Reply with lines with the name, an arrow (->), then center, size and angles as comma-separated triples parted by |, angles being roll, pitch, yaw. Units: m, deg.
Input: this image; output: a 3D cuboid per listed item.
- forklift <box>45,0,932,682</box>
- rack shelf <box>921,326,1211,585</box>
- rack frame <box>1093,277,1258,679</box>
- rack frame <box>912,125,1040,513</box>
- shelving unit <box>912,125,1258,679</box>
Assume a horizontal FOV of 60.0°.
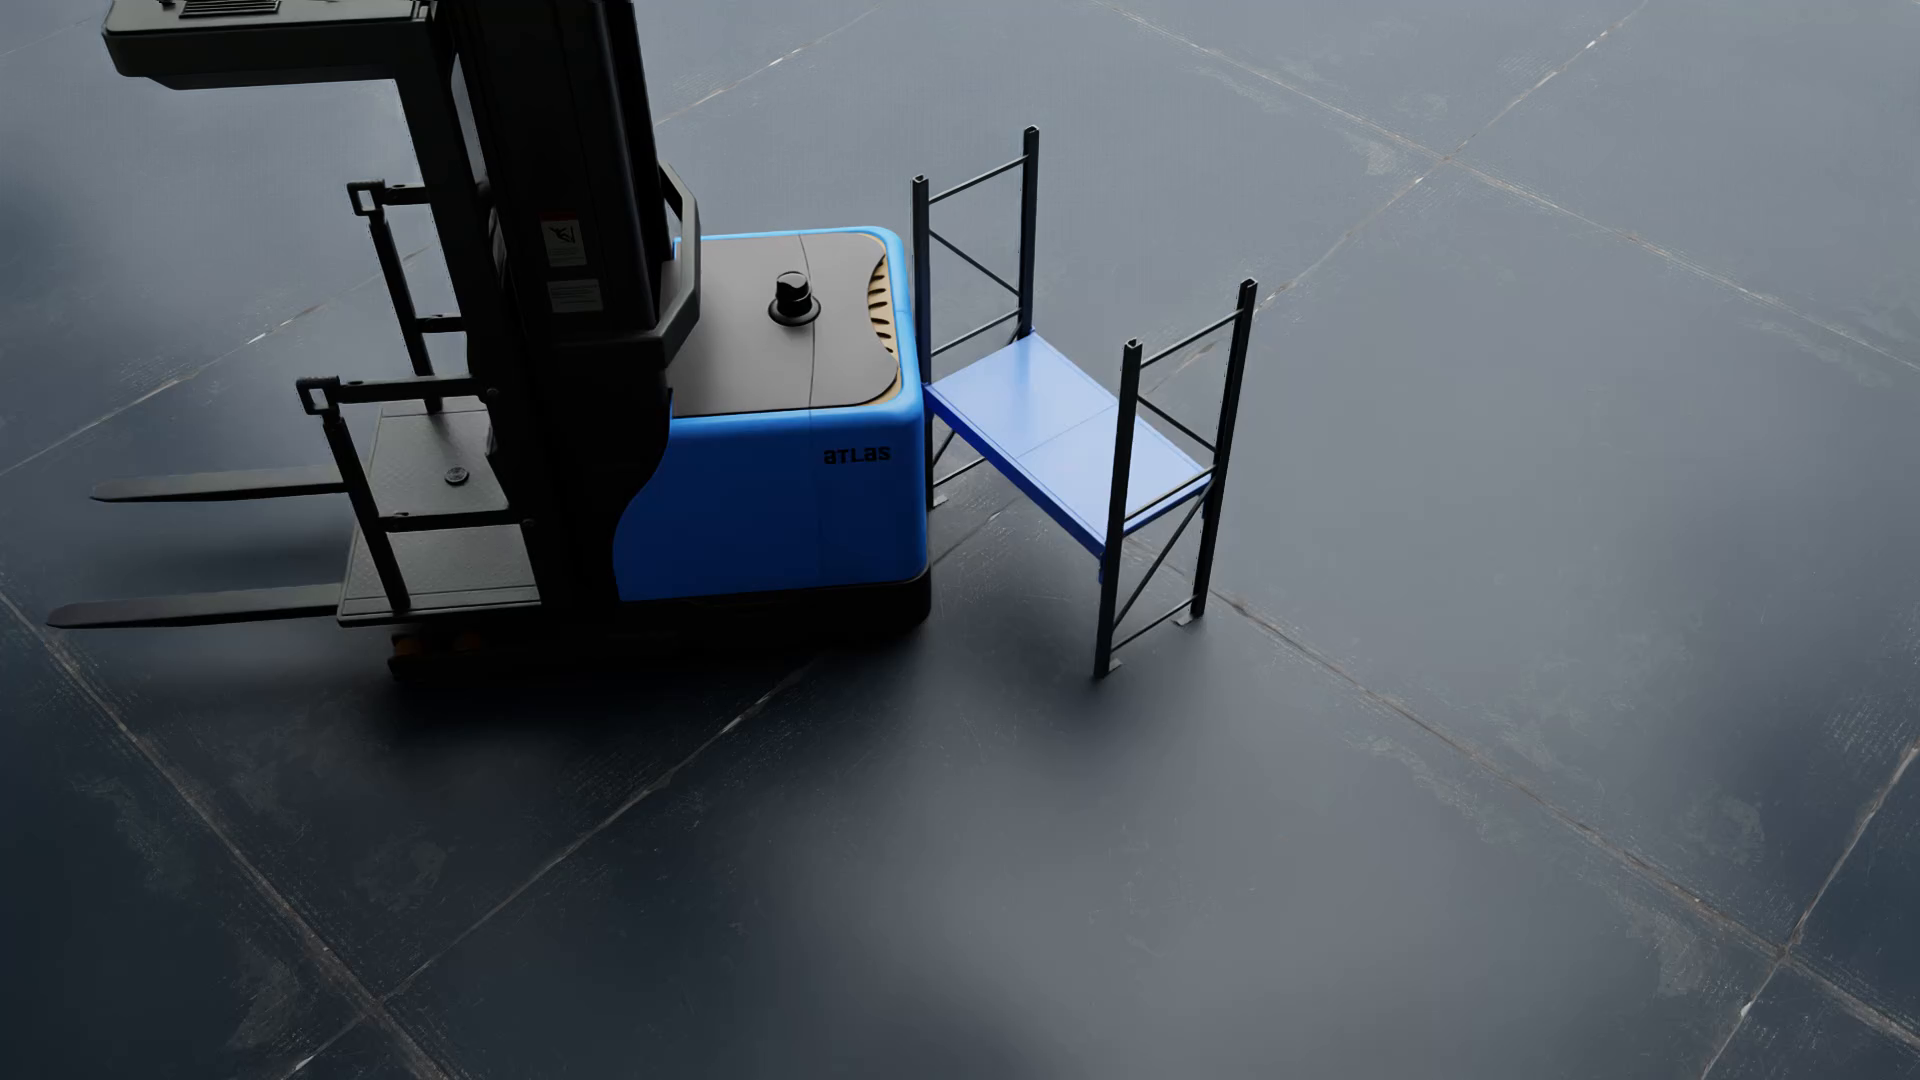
forklift -> -1.652, -0.918, 5.101 | 3.031, 2.935, 1.130 | -4, 47, -4
rack shelf -> 0.364, -0.318, 5.766 | 0.538, 0.185, 1.000 | -29, 53, -25
rack frame -> 0.674, -0.147, 5.359 | 0.500, 1.500, 0.032 | -29, 53, -25
rack frame -> 0.055, -0.735, 5.911 | 0.500, 1.500, 0.032 | -29, 53, -25
shelving unit -> 0.364, -0.441, 5.635 | 0.538, 1.500, 1.048 | -29, 53, -25
